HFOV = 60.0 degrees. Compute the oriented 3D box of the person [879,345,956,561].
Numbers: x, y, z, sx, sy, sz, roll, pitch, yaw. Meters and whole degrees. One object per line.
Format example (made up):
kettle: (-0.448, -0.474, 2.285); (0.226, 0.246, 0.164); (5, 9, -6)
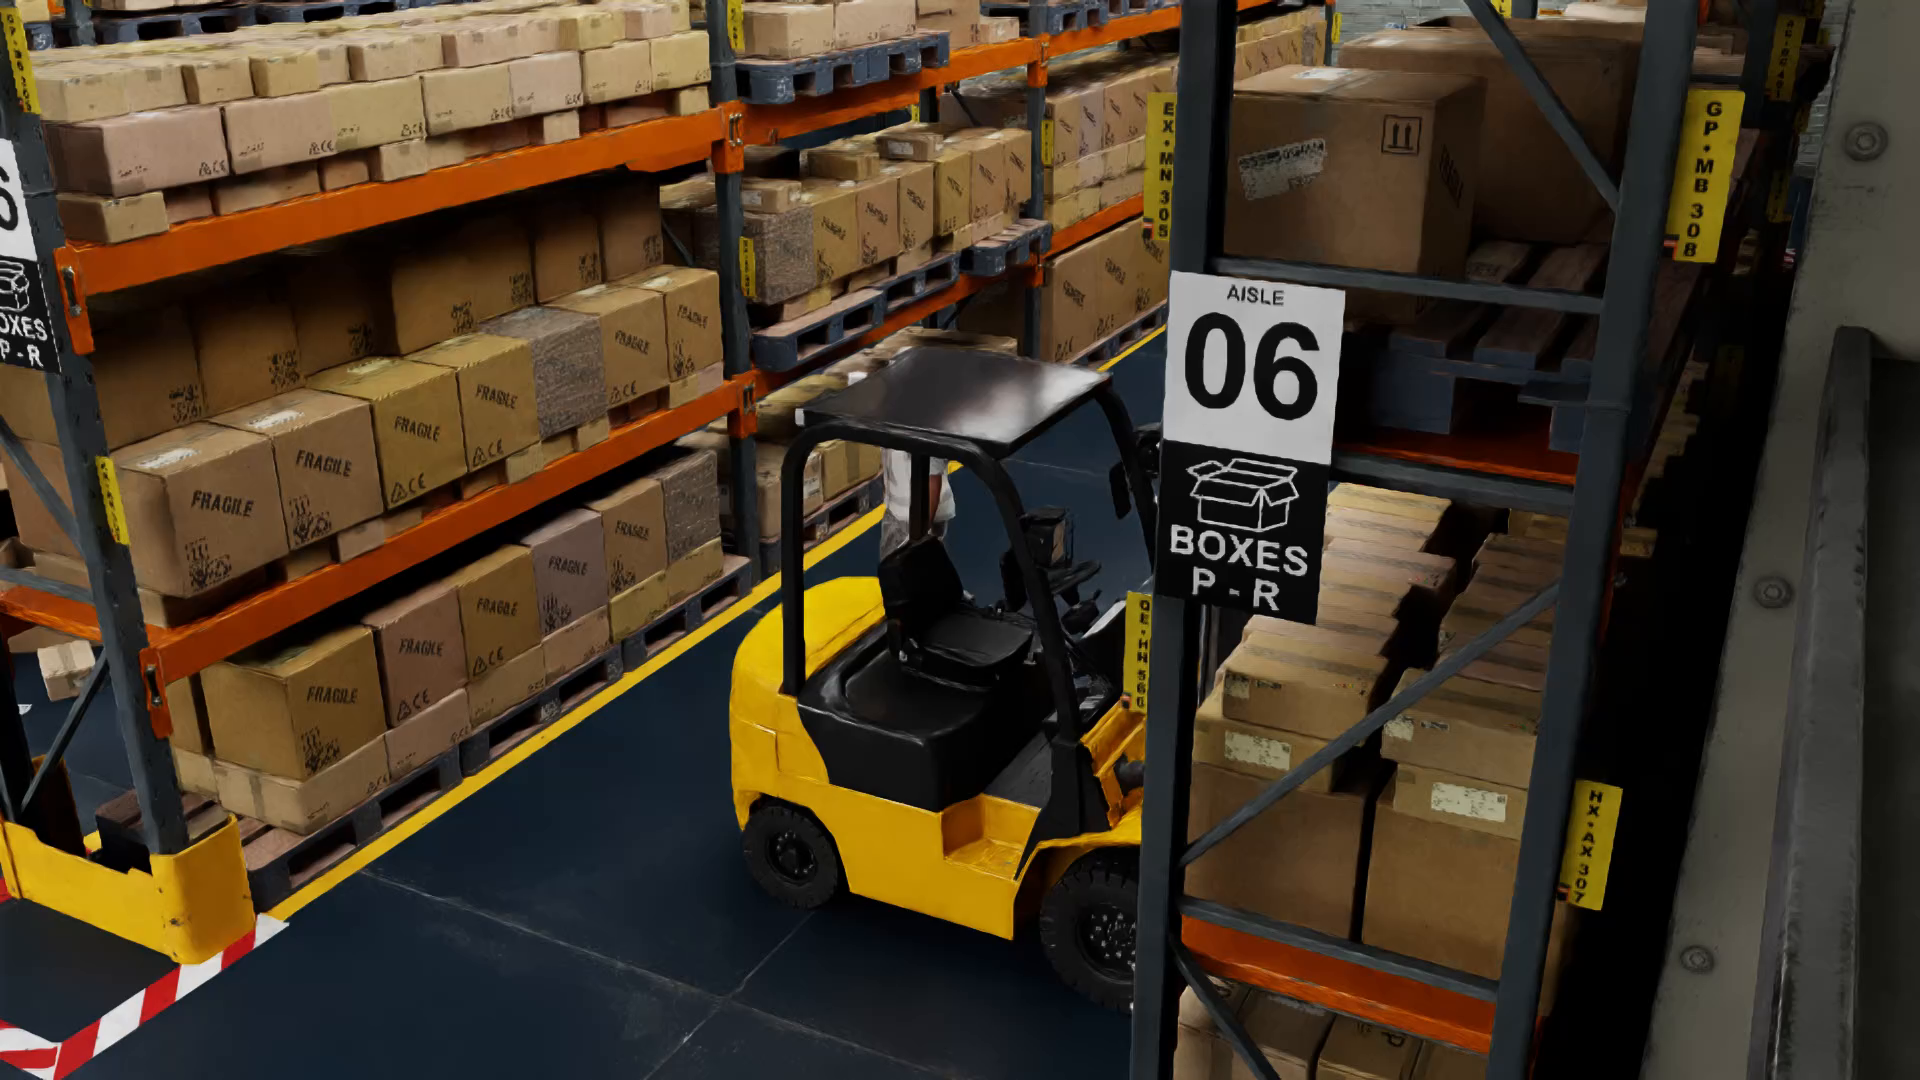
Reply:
person: (-0.260, -0.101, 8.537); (0.453, 1.834, 0.631); (-8, 24, -19)
